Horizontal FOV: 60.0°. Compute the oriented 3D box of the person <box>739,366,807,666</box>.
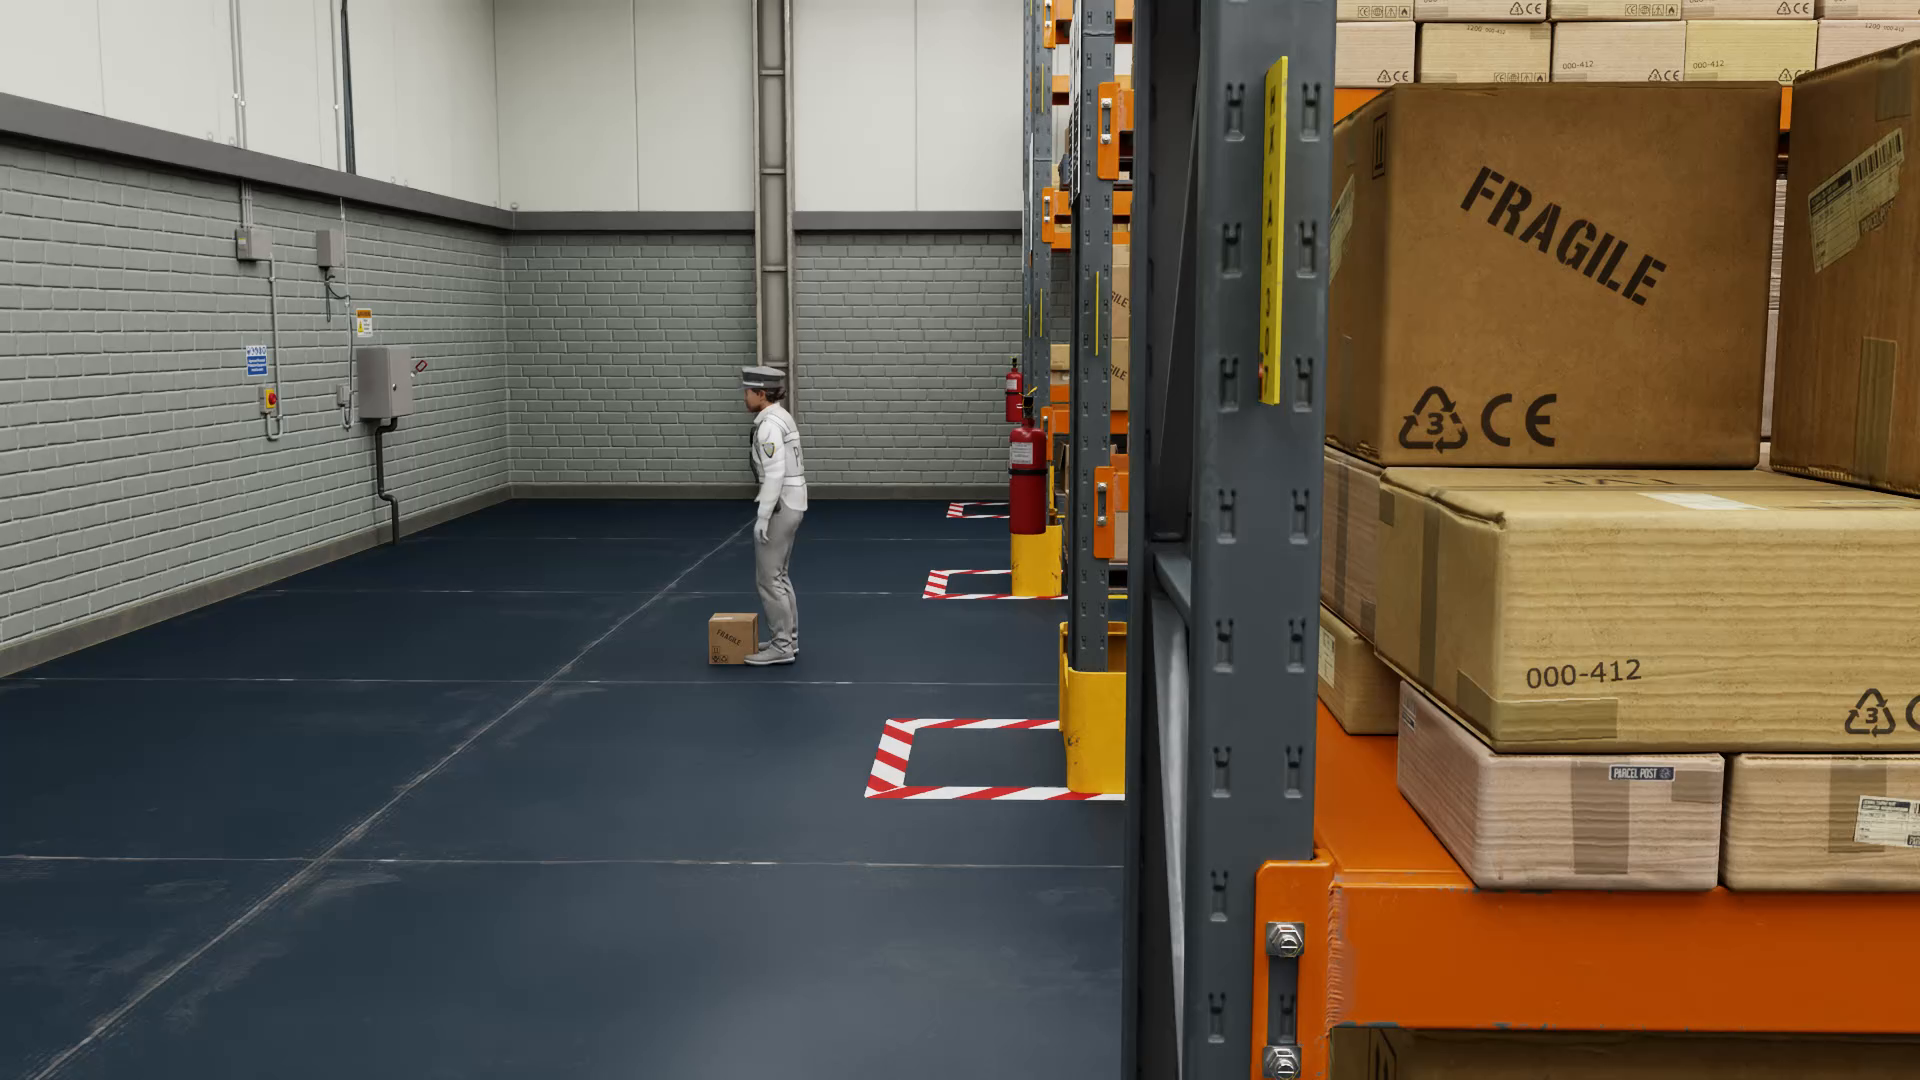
[{"bbox_3d":[-1.046,-0.141,9.360,0.372,1.663,0.528,0,7,1],"label":"person"}]
